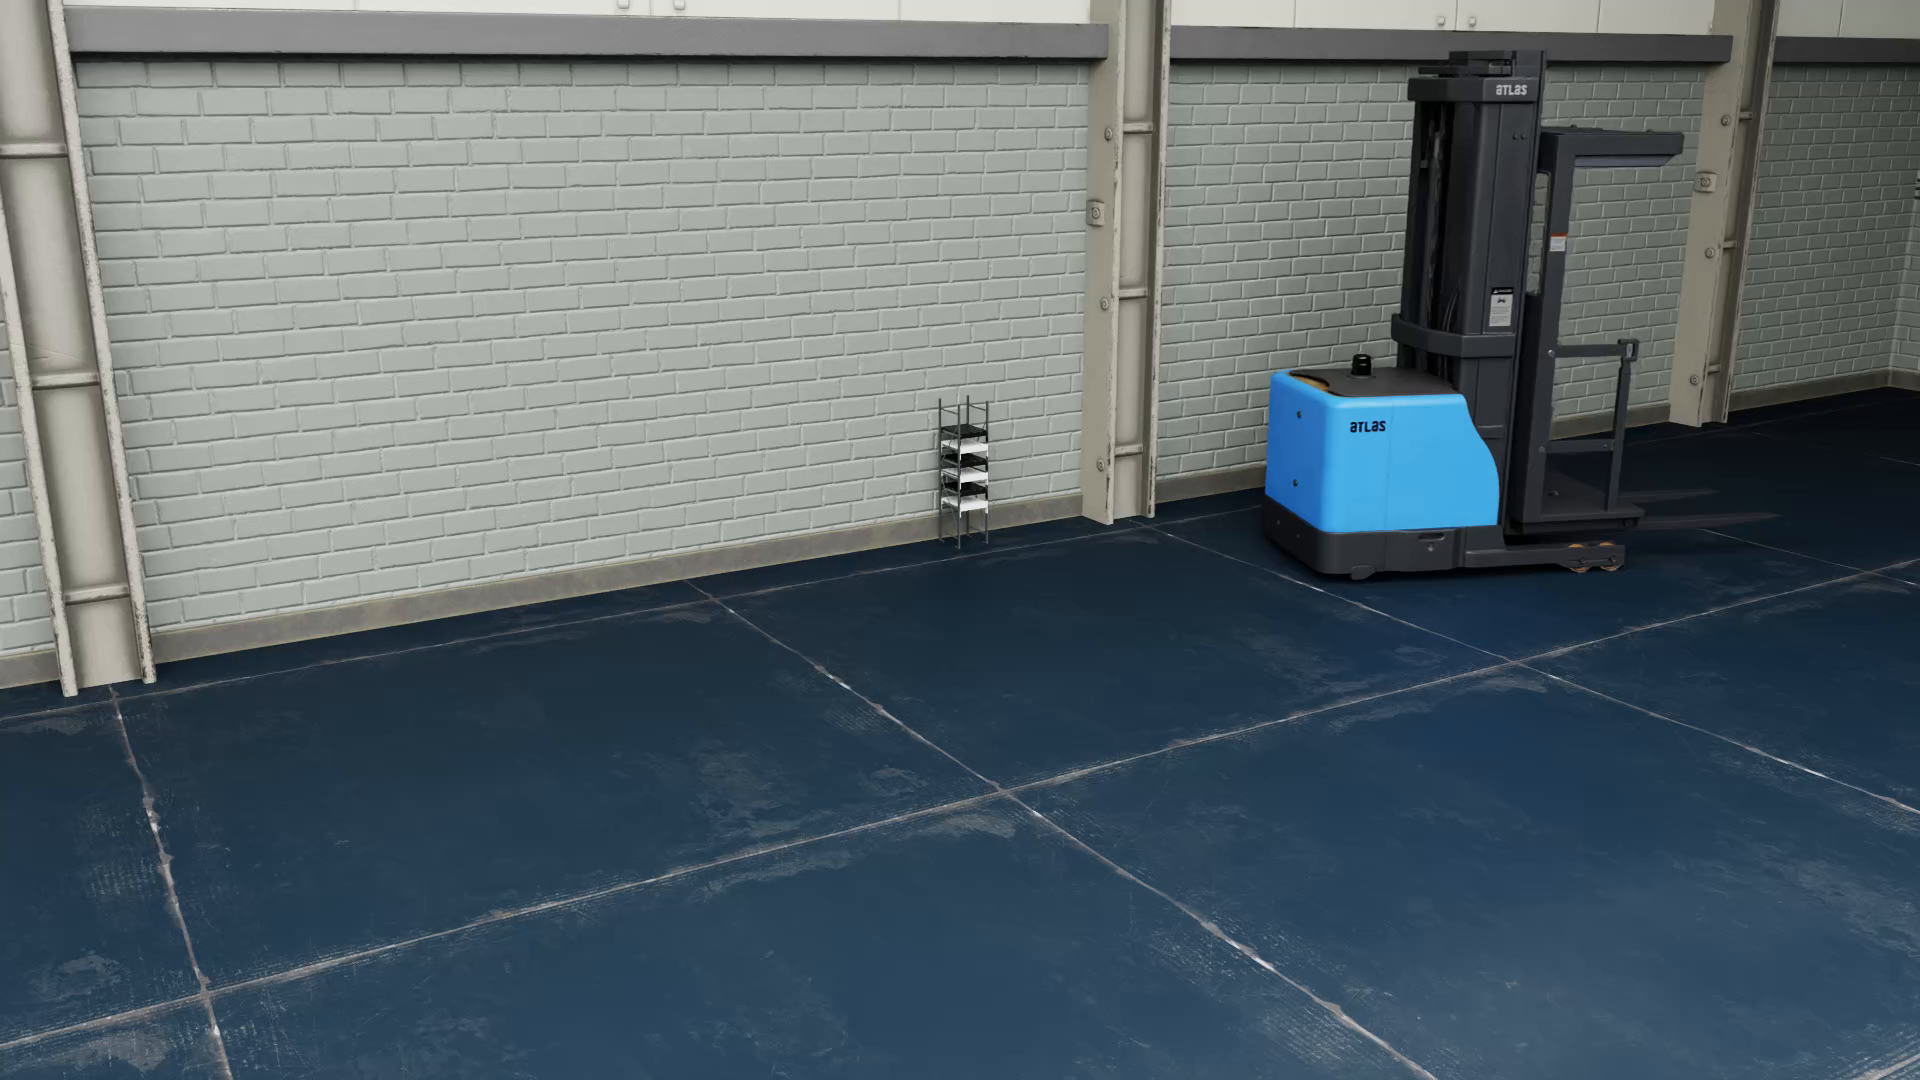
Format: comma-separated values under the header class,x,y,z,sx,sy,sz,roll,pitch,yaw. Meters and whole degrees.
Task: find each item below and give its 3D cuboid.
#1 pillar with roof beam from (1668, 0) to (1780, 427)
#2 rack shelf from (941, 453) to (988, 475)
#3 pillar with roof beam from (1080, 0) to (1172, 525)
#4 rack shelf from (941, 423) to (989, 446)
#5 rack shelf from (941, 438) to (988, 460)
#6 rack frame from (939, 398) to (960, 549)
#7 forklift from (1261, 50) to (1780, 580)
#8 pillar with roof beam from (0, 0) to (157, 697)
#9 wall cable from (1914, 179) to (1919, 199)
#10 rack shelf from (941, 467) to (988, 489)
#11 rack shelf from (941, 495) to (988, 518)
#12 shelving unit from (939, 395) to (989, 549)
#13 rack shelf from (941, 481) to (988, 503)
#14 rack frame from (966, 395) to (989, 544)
class,x,y,z,sx,sy,sz,roll,pitch,yaw
pillar with roof beam,8.400,-4.333,9.195,0.400,9.000,9.100,-9,18,-30
rack shelf,0.021,-0.476,10.229,0.200,0.077,0.258,-10,18,-31
pillar with roof beam,3.257,-3.499,6.220,0.400,9.000,9.100,-9,18,-30
rack shelf,0.021,-0.649,10.181,0.200,0.077,0.258,-10,18,-31
rack shelf,0.021,-0.562,10.205,0.200,0.077,0.258,-10,18,-31
rack frame,-0.065,-0.407,10.193,0.006,0.900,0.240,-10,18,-31
forklift,3.439,-1.357,9.820,3.031,2.935,1.130,-3,16,-10
pillar with roof beam,-1.887,-2.665,3.244,0.400,9.000,9.100,-9,18,-30
wall cable,9.389,-3.937,13.537,0.112,2.526,3.097,-9,18,-30
rack shelf,0.021,-0.389,10.254,0.200,0.077,0.258,-10,18,-31
rack shelf,0.021,-0.216,10.303,0.200,0.077,0.258,-10,18,-31
shelving unit,0.021,-0.421,10.245,0.210,0.900,0.258,-10,18,-31
rack shelf,0.021,-0.303,10.278,0.200,0.077,0.258,-10,18,-31
rack frame,0.107,-0.436,10.297,0.006,0.900,0.240,-10,18,-31
